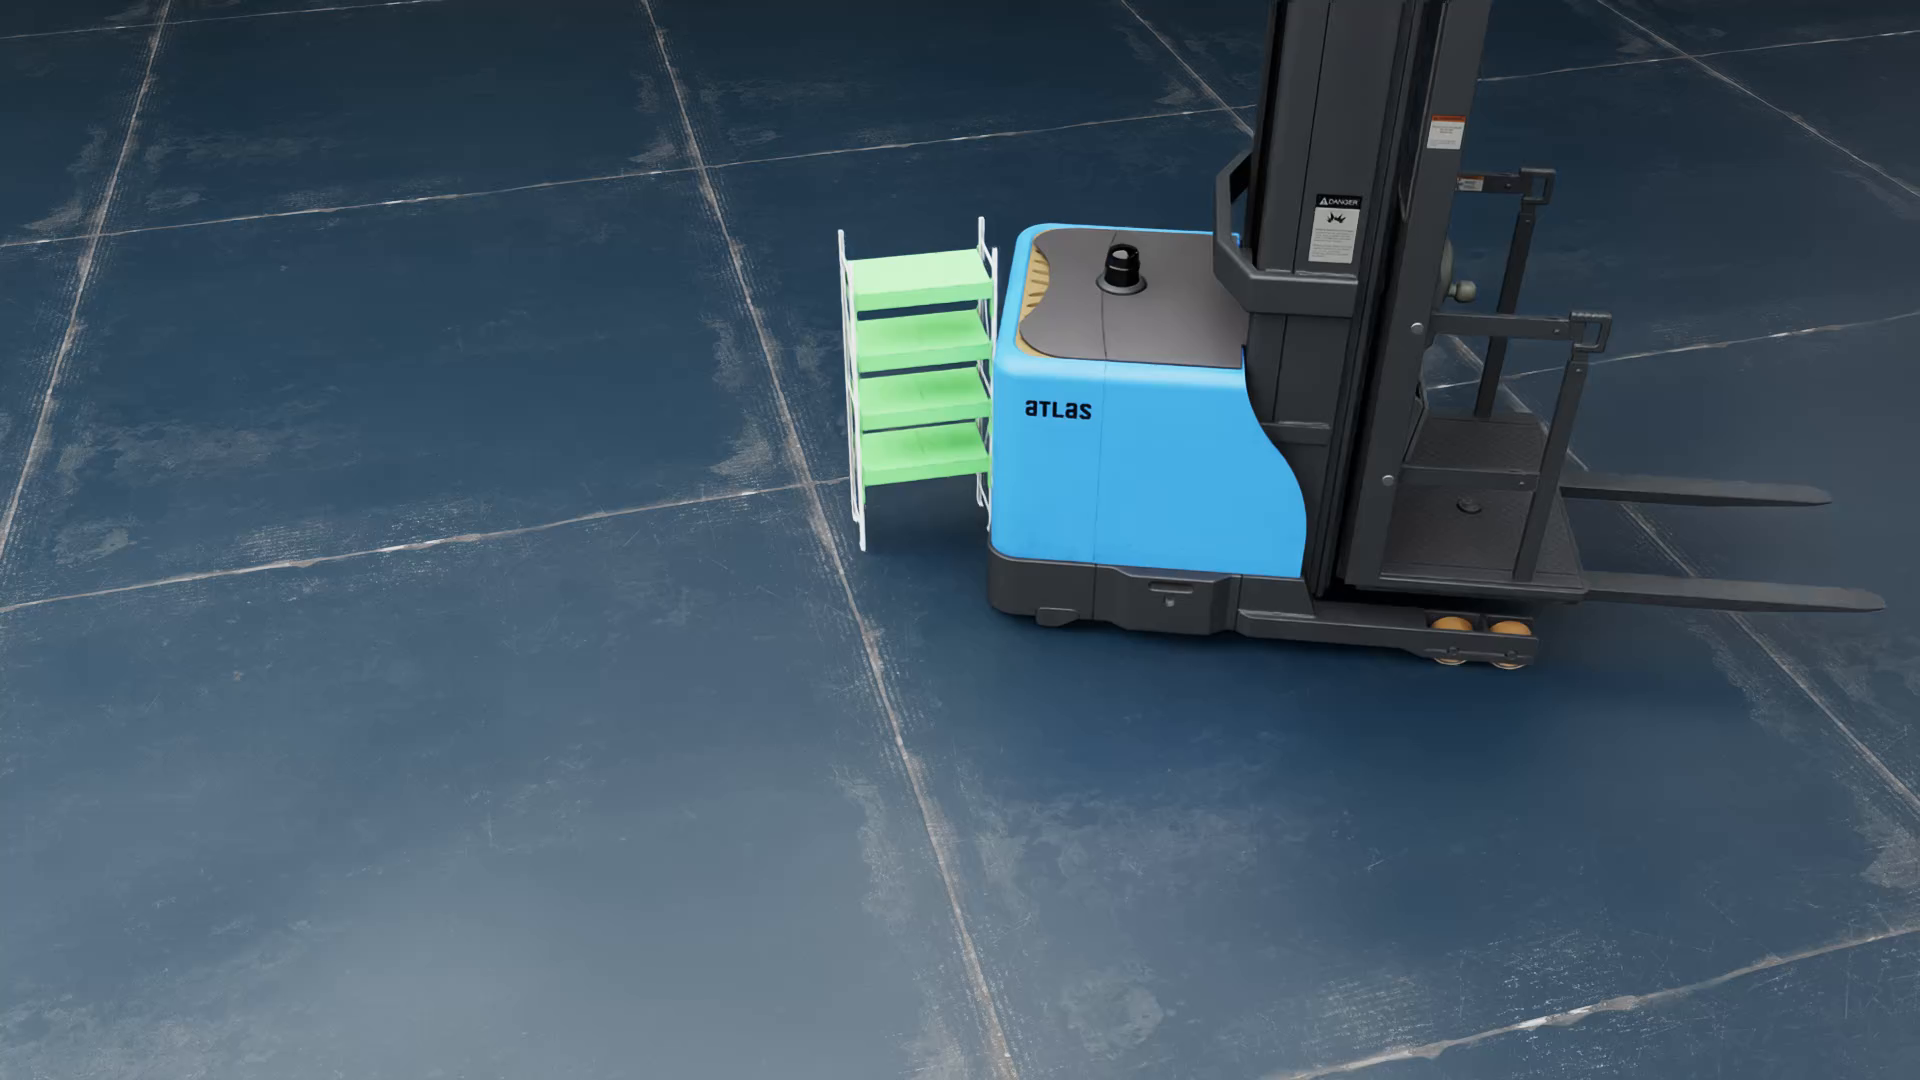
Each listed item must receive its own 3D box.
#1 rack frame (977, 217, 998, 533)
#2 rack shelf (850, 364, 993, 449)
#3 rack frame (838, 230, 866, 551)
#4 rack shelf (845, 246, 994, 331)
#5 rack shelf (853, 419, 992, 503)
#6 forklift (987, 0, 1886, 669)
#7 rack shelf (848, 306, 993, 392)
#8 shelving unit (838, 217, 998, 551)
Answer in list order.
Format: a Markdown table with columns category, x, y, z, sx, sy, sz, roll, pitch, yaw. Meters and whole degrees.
| category | x | y | z | sx | sy | sz | roll | pitch | yaw |
| --- | --- | --- | --- | --- | --- | --- | --- | --- | --- |
| rack frame | 0.095 | -0.565 | 6.001 | 0.015 | 1.200 | 0.240 | -7 | 38 | -9 |
| rack shelf | -0.144 | -0.485 | 6.001 | 0.480 | 0.148 | 0.258 | -7 | 38 | -9 |
| rack frame | -0.383 | -0.506 | 5.924 | 0.015 | 1.200 | 0.240 | -7 | 38 | -9 |
| rack shelf | -0.144 | -0.866 | 5.710 | 0.480 | 0.148 | 0.258 | -7 | 38 | -9 |
| rack shelf | -0.144 | -0.294 | 6.147 | 0.480 | 0.148 | 0.258 | -7 | 38 | -9 |
| forklift | 1.648 | -1.066 | 5.232 | 3.031 | 2.935 | 1.130 | 4 | 38 | 5 |
| rack shelf | -0.144 | -0.675 | 5.856 | 0.480 | 0.148 | 0.258 | -7 | 38 | -9 |
| shelving unit | -0.144 | -0.536 | 5.963 | 0.503 | 1.200 | 0.258 | -7 | 38 | -9 |
